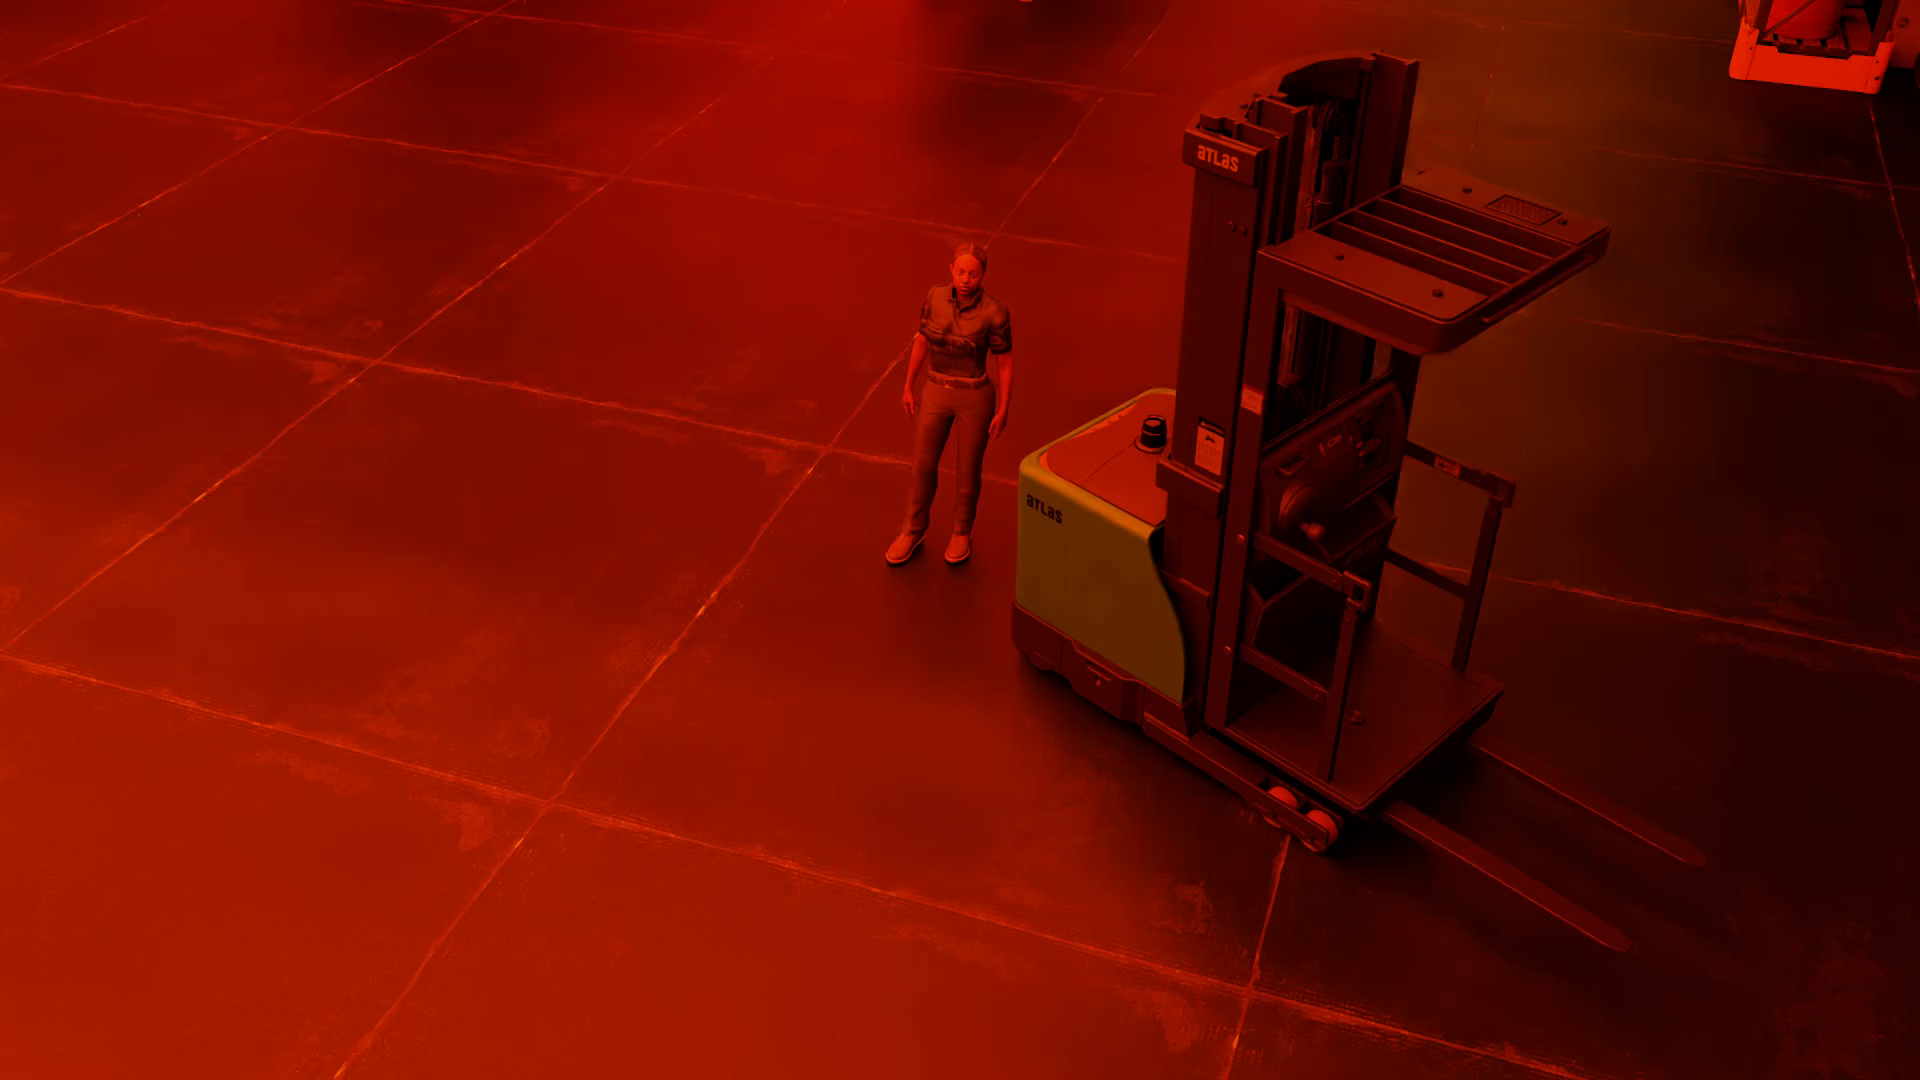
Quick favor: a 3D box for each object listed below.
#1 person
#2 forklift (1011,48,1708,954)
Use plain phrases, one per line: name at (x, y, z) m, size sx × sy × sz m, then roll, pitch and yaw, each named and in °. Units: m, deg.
person at (-0.048, -0.632, 8.103) m, size 0.570 × 1.645 × 0.502 m, roll 12°, pitch 37°, yaw 16°
forklift at (1.630, -0.256, 6.471) m, size 1.130 × 2.935 × 3.031 m, roll -29°, pitch 45°, yaw -35°
